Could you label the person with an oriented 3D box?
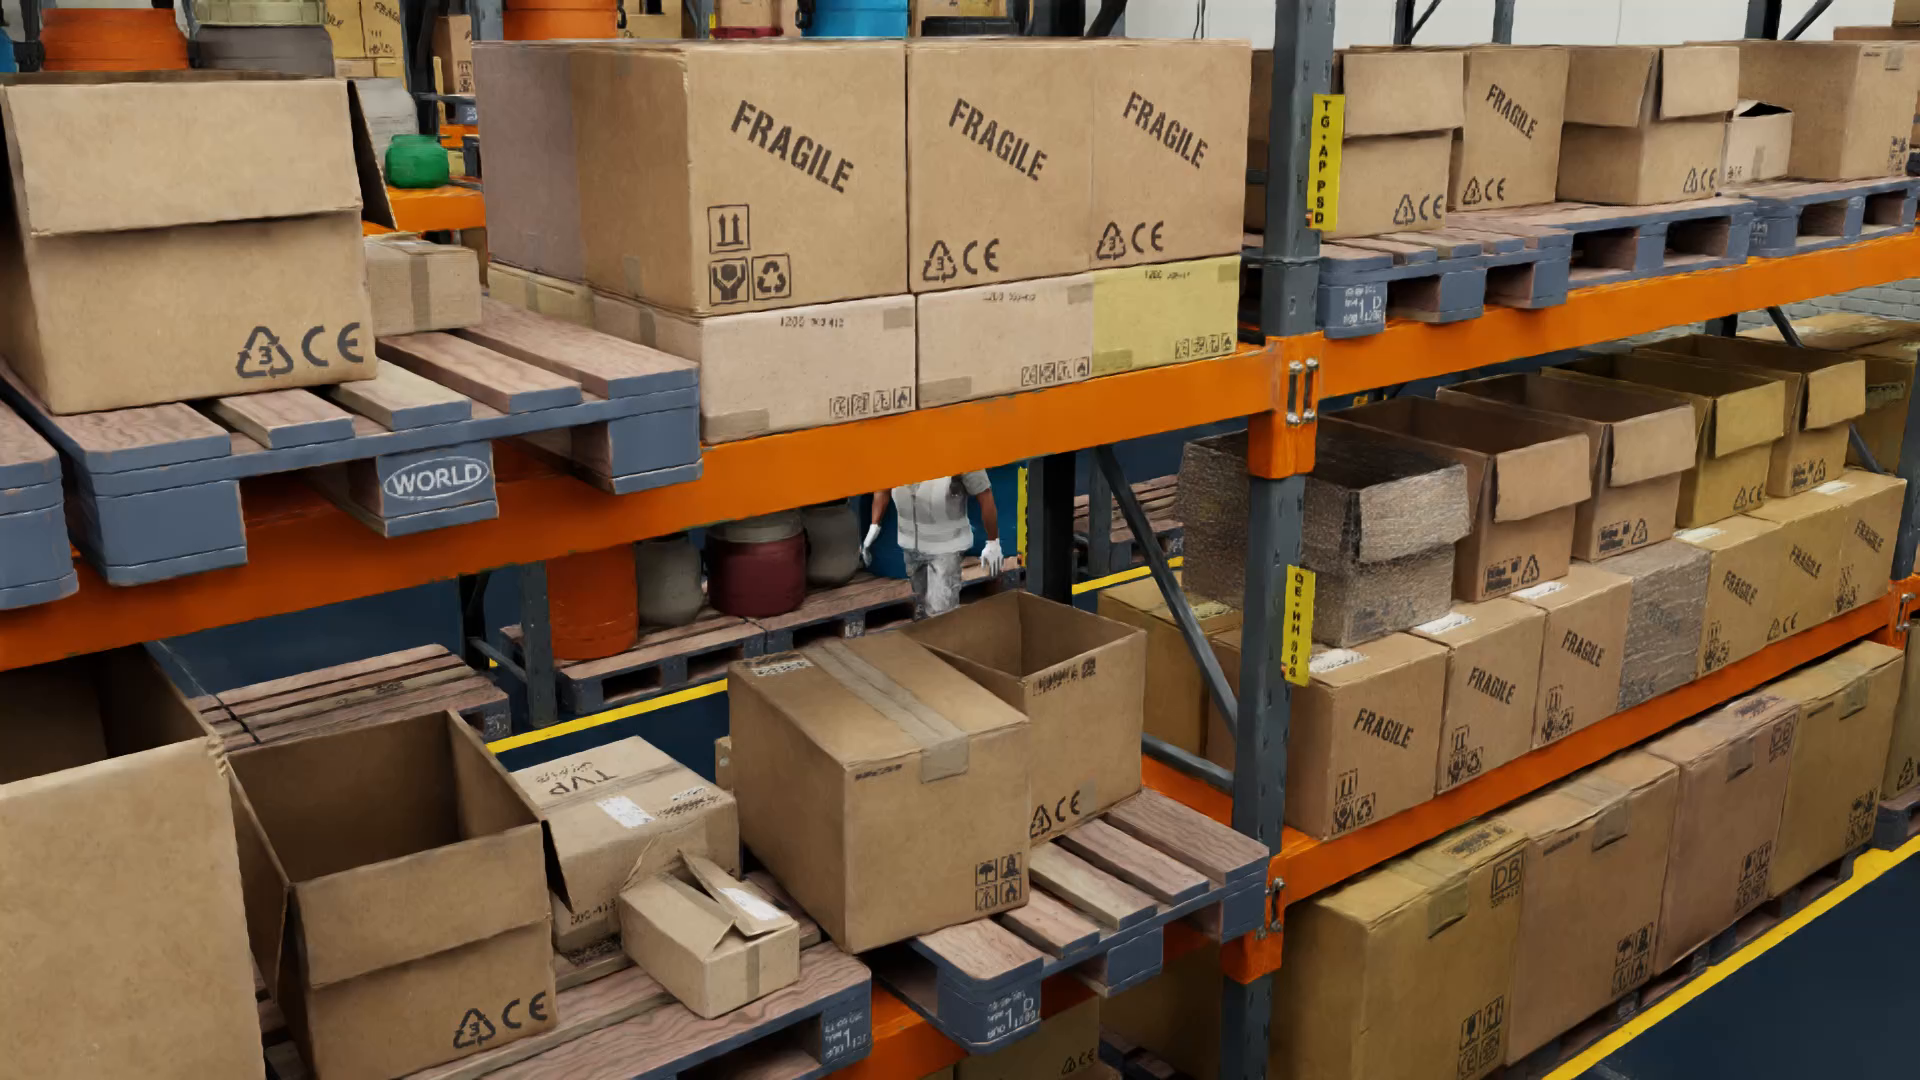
[{"bbox_3d":[-0.119,0.009,8.927,0.681,1.698,0.702,13,22,35],"label":"person"}]
